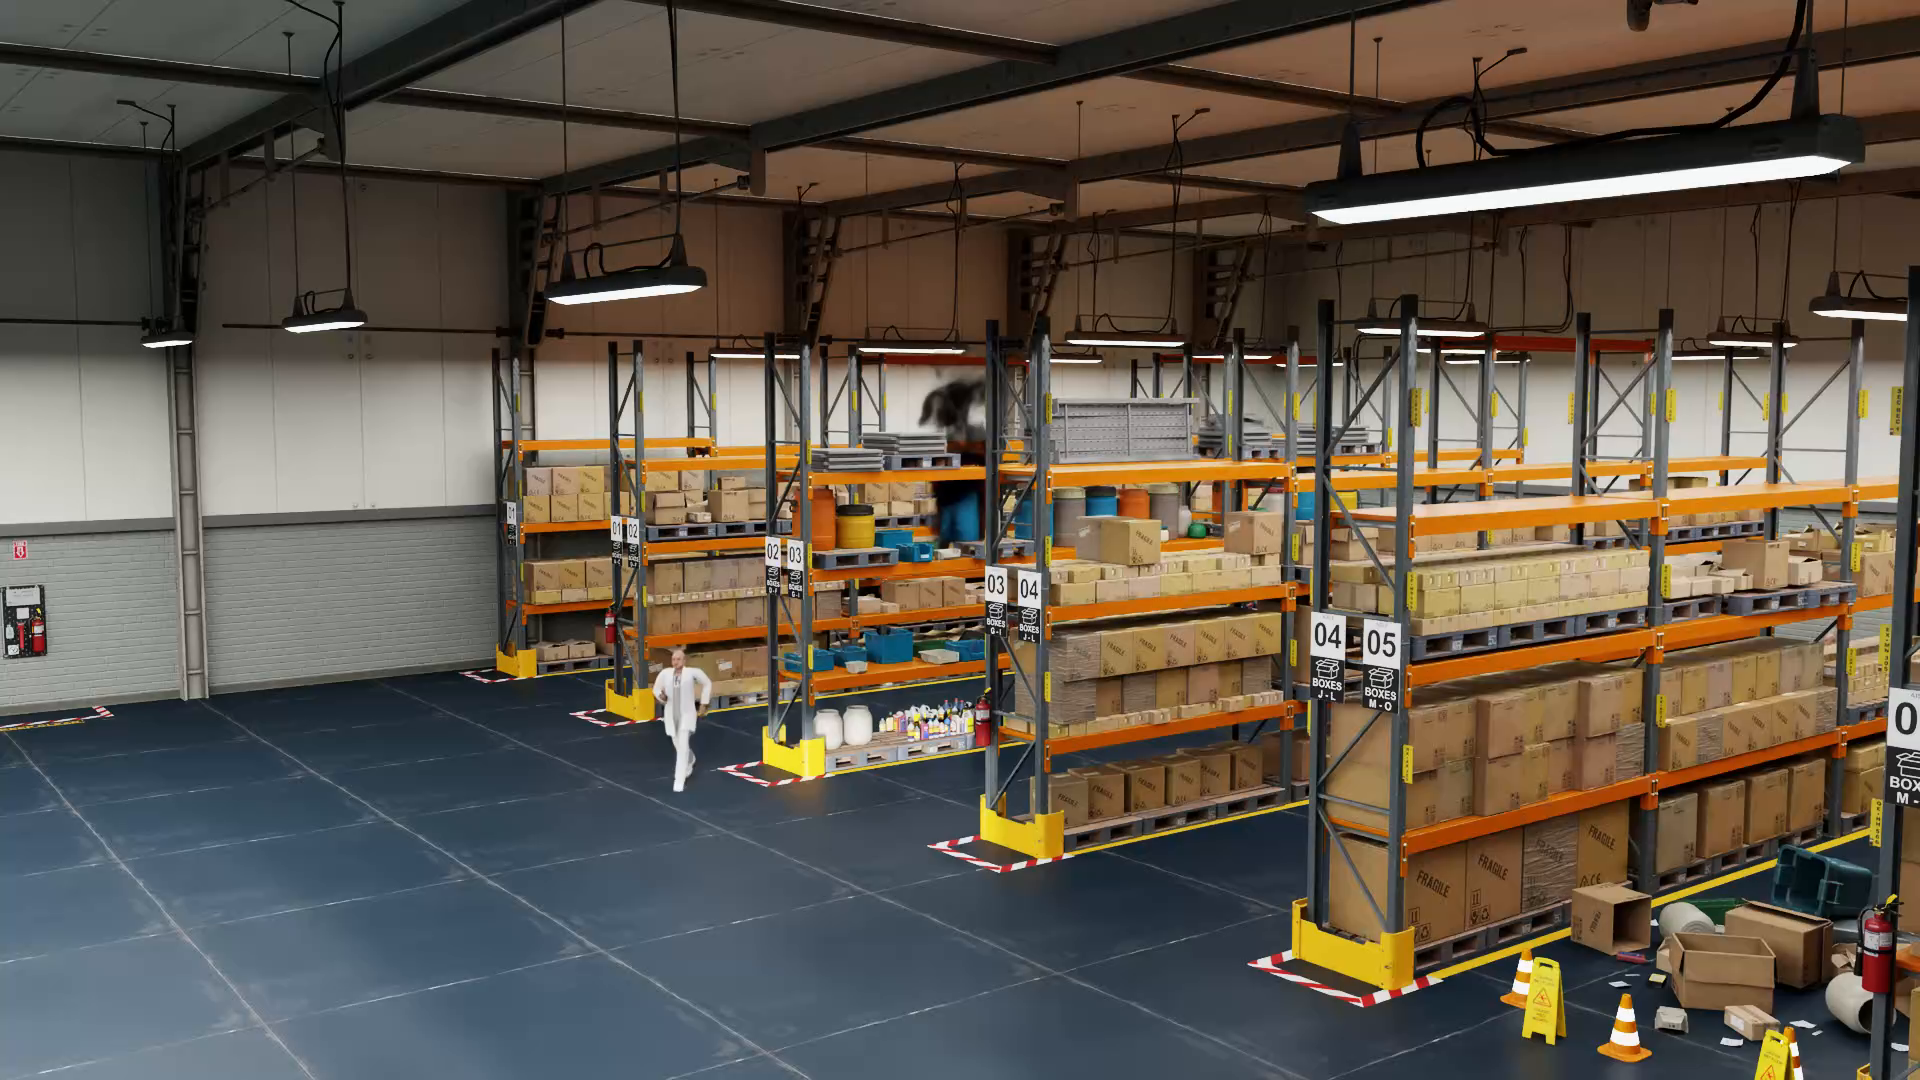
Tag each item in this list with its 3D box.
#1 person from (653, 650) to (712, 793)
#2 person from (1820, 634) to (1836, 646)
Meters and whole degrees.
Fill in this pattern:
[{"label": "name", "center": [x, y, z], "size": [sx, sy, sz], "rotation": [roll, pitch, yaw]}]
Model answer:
[{"label": "person", "center": [-3.703, 2.447, 22.052], "size": [0.742, 1.609, 1.017], "rotation": [1, 5, 10]}, {"label": "person", "center": [12.432, 2.214, 23.792], "size": [0.761, 1.763, 0.706], "rotation": [-3, 6, -28]}]
